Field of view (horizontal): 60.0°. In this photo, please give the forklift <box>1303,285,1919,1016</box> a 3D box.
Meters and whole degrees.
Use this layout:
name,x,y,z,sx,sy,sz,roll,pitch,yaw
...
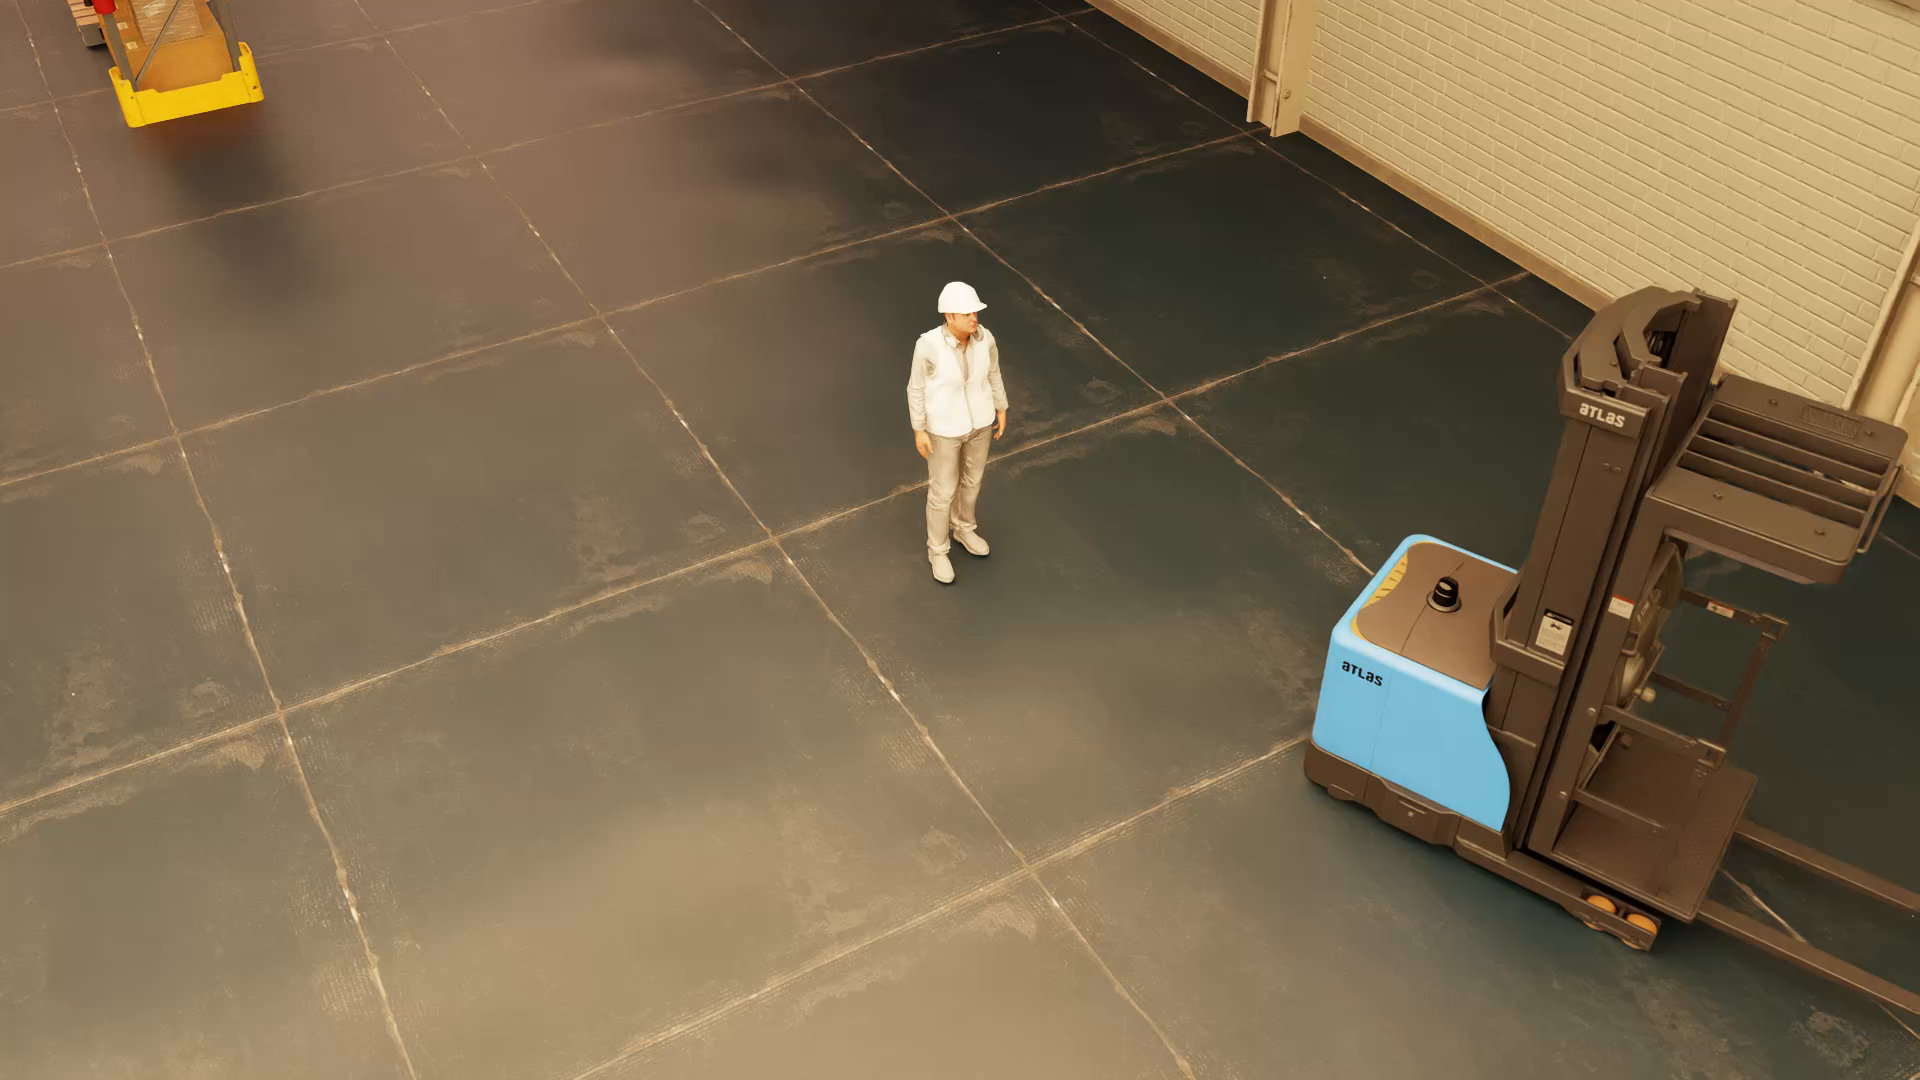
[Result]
name,x,y,z,sx,sy,sz,roll,pitch,yaw
forklift,3.304,0.441,7.504,3.031,2.935,1.130,25,46,27

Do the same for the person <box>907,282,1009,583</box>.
name,x,y,z,sx,sy,sz,roll,pitch,yaw
person,0.025,-0.652,9.716,0.634,1.775,0.566,-20,44,-23
